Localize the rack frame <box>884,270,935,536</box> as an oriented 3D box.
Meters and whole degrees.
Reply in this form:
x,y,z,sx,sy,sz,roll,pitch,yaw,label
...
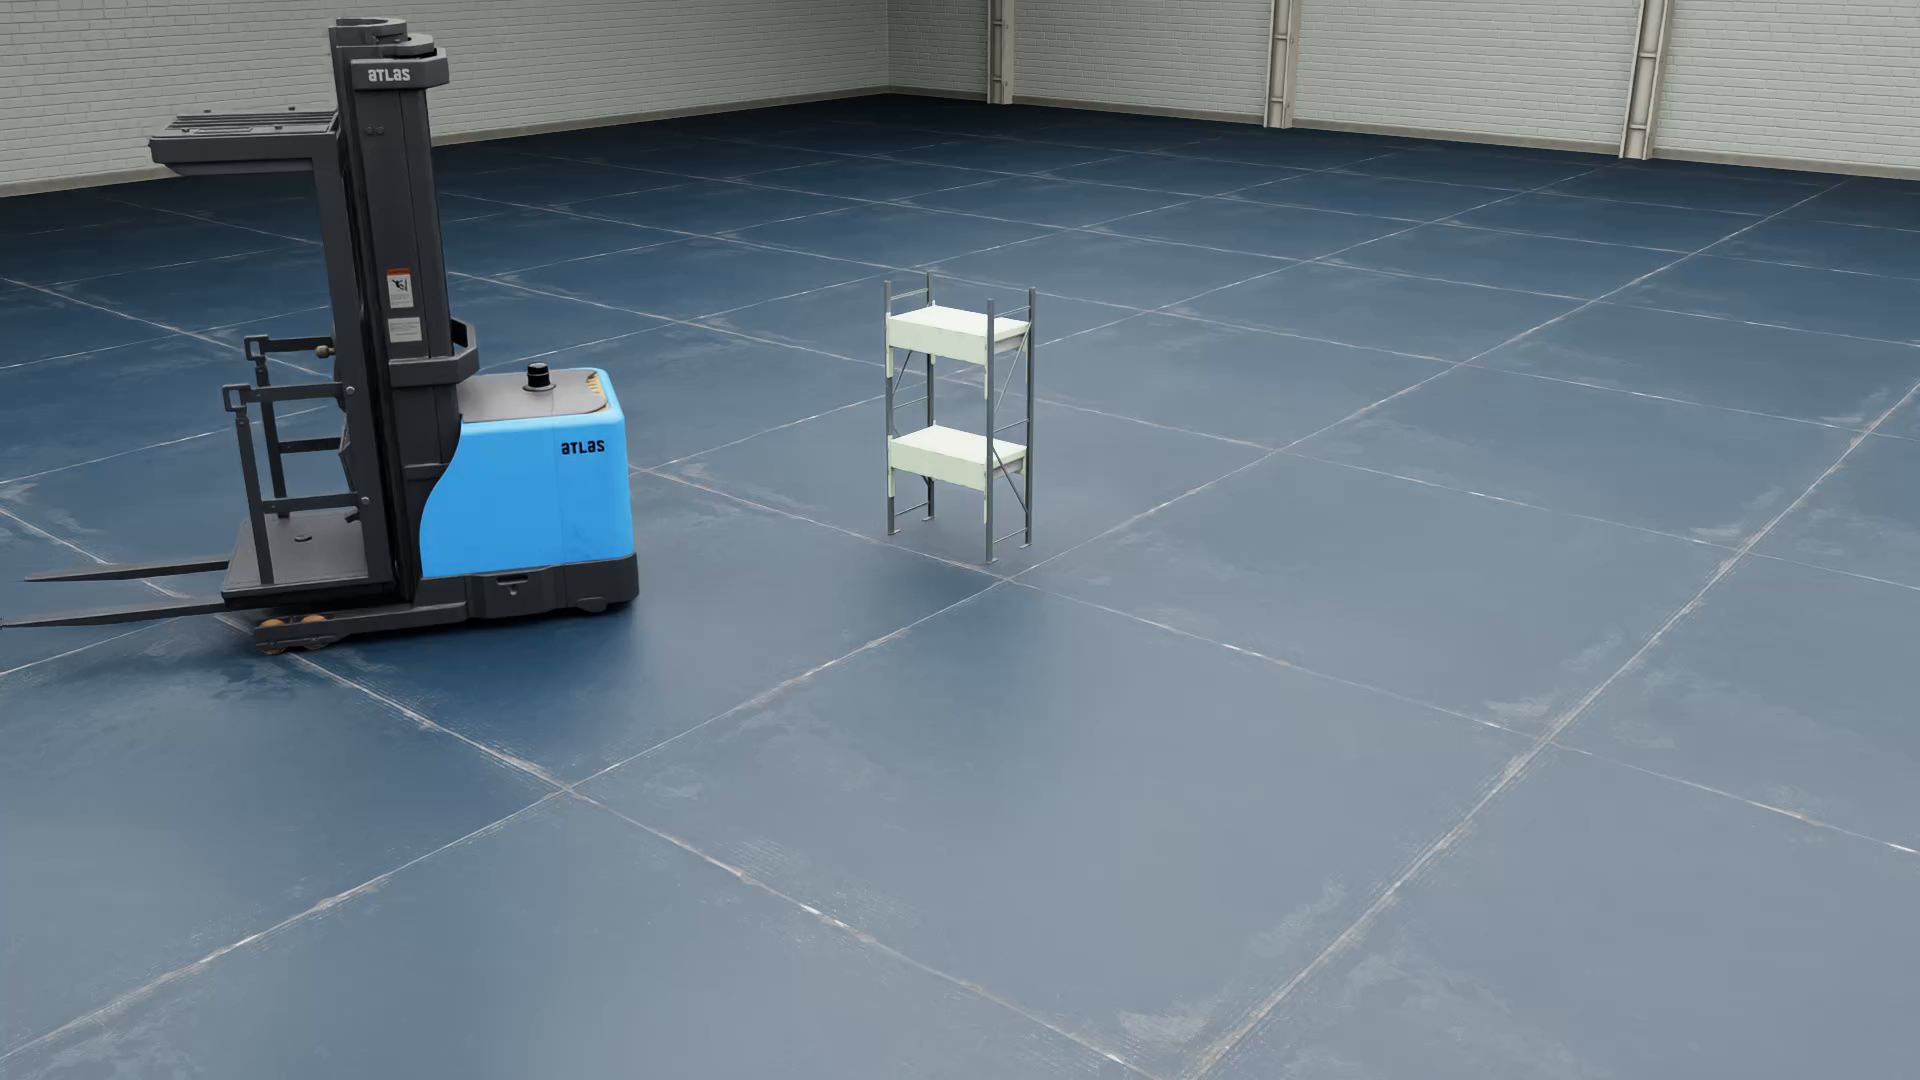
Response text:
x,y,z,sx,sy,sz,roll,pitch,yaw,label
-0.289,-0.785,9.624,0.023,1.500,0.400,16,26,36,rack frame

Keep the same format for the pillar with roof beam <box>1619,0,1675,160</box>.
x,y,z,sx,sy,sz,roll,pitch,yaw,label
7.344,-8.731,20.068,0.400,9.000,9.100,16,26,36,pillar with roof beam

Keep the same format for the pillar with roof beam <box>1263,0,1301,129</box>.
x,y,z,sx,sy,sz,roll,pitch,yaw,label
2.695,-10.070,23.618,0.400,9.000,9.100,16,26,36,pillar with roof beam

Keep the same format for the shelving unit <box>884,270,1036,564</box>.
x,y,z,sx,sy,sz,roll,pitch,yaw,label
-0.005,-0.703,9.407,0.755,1.500,0.431,16,26,36,shelving unit

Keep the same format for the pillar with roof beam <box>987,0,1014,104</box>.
x,y,z,sx,sy,sz,roll,pitch,yaw,label
-1.953,-11.408,27.168,0.400,9.000,9.100,16,26,36,pillar with roof beam

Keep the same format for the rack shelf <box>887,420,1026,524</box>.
x,y,z,sx,sy,sz,roll,pitch,yaw,label
-0.005,-0.398,9.523,0.720,0.370,0.431,16,26,36,rack shelf

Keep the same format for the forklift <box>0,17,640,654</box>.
x,y,z,sx,sy,sz,roll,pitch,yaw,label
-3.255,-1.018,8.214,3.031,2.935,1.130,-6,21,-16,forklift

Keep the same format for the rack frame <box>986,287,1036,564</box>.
x,y,z,sx,sy,sz,roll,pitch,yaw,label
0.278,-0.622,9.191,0.023,1.500,0.400,16,26,36,rack frame

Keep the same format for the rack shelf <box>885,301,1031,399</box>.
x,y,z,sx,sy,sz,roll,pitch,yaw,label
-0.005,-1.068,9.270,0.720,0.370,0.431,16,26,36,rack shelf
